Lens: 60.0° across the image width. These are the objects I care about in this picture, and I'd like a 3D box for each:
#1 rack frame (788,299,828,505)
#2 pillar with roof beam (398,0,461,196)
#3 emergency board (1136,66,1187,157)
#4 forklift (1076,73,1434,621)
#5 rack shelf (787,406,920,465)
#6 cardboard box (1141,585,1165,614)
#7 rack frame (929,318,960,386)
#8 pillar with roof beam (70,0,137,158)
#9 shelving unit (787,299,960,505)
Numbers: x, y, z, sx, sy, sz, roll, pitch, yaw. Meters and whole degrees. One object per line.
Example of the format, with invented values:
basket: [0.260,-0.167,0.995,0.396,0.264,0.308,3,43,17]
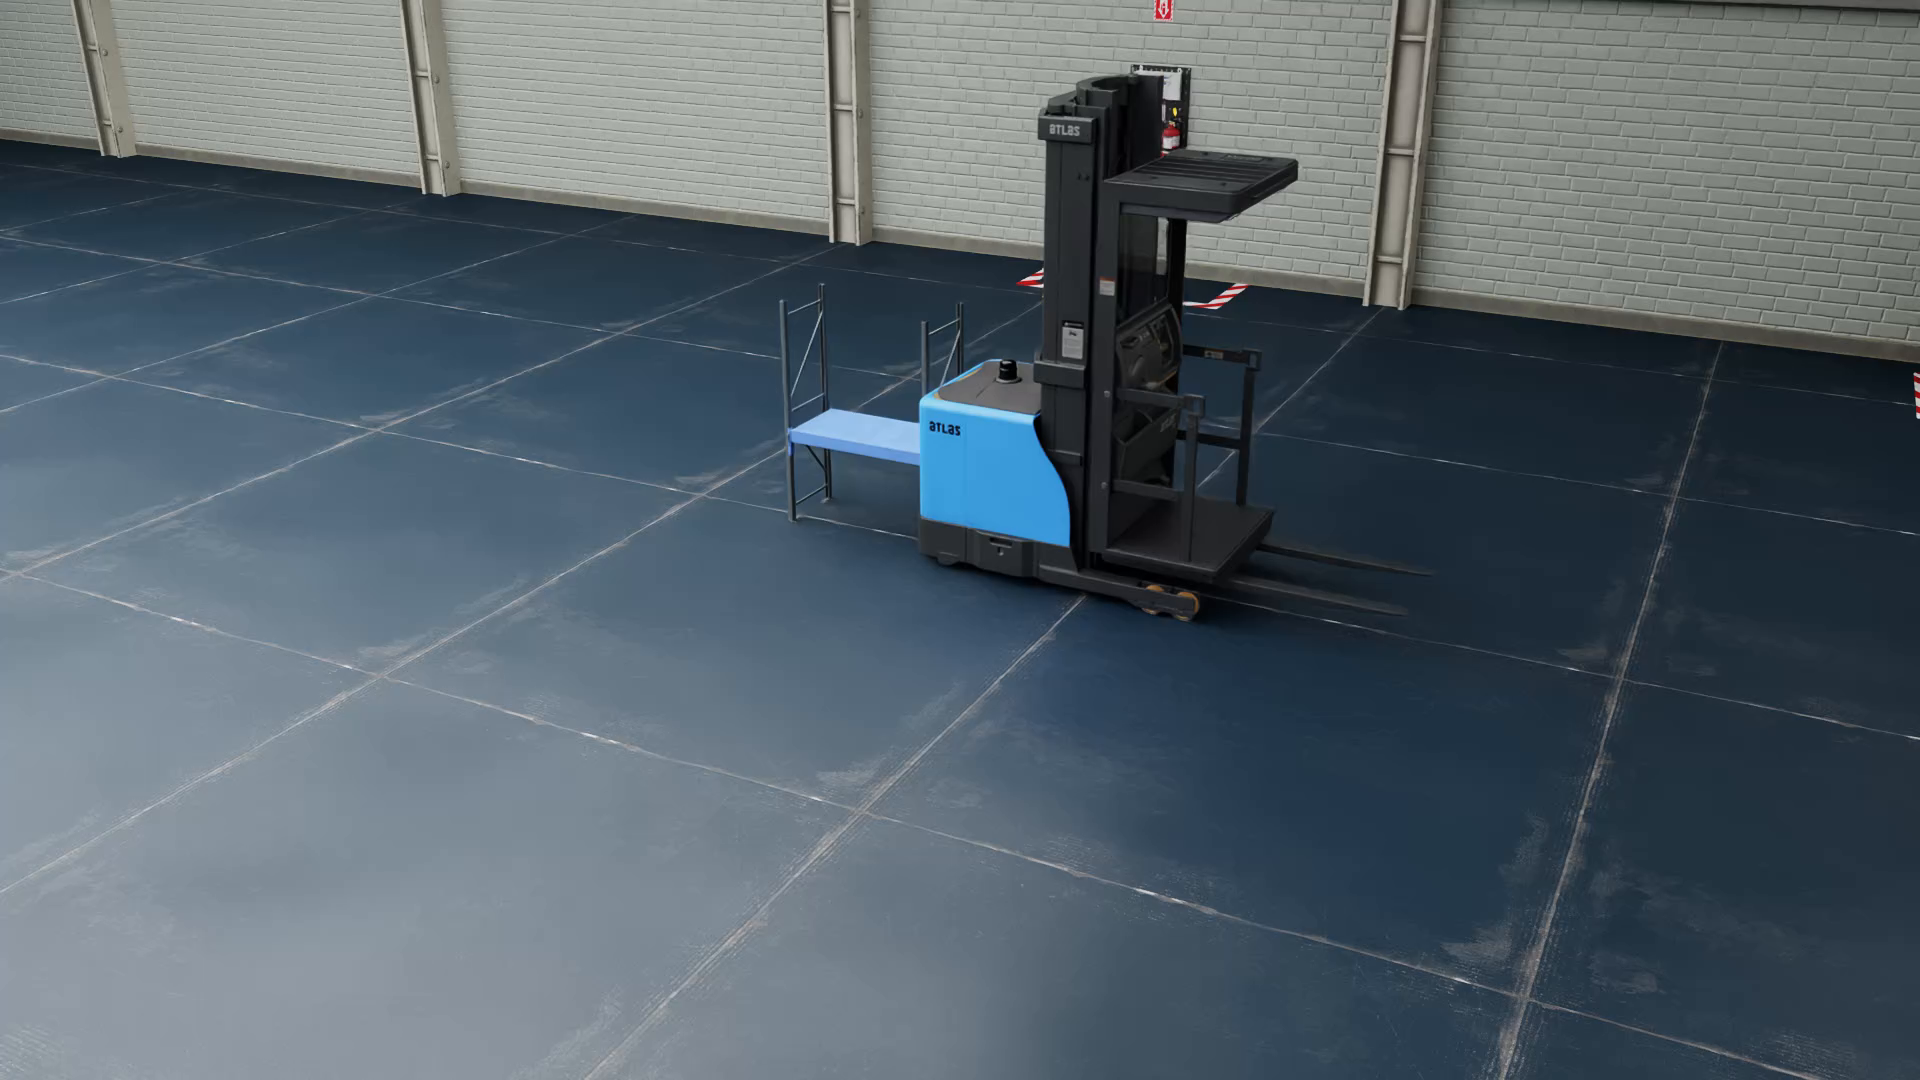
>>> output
rack frame: [-1.008,-0.895,10.937,0.013,1.308,0.475,12,26,25]
pillar with roof beam: [-8.512,-7.044,15.816,0.400,9.000,9.100,11,25,25]
emergency board: [1.954,-4.117,16.598,0.636,1.158,0.192,11,25,25]
forklift: [1.283,-1.116,9.628,3.031,2.935,1.121,12,26,25]
rack shelf: [-0.556,-0.638,10.793,1.000,0.185,0.538,12,26,25]
cardboard box: [1.131,0.348,9.730,0.160,0.156,0.130,11,25,24]
rack frame: [-0.106,-0.711,10.505,0.013,1.308,0.475,12,26,25]
pillar with roof beam: [-13.866,-8.104,18.307,0.400,9.000,9.100,11,25,25]
shelving unit: [-0.556,-0.803,10.722,1.030,1.308,0.538,12,26,25]
